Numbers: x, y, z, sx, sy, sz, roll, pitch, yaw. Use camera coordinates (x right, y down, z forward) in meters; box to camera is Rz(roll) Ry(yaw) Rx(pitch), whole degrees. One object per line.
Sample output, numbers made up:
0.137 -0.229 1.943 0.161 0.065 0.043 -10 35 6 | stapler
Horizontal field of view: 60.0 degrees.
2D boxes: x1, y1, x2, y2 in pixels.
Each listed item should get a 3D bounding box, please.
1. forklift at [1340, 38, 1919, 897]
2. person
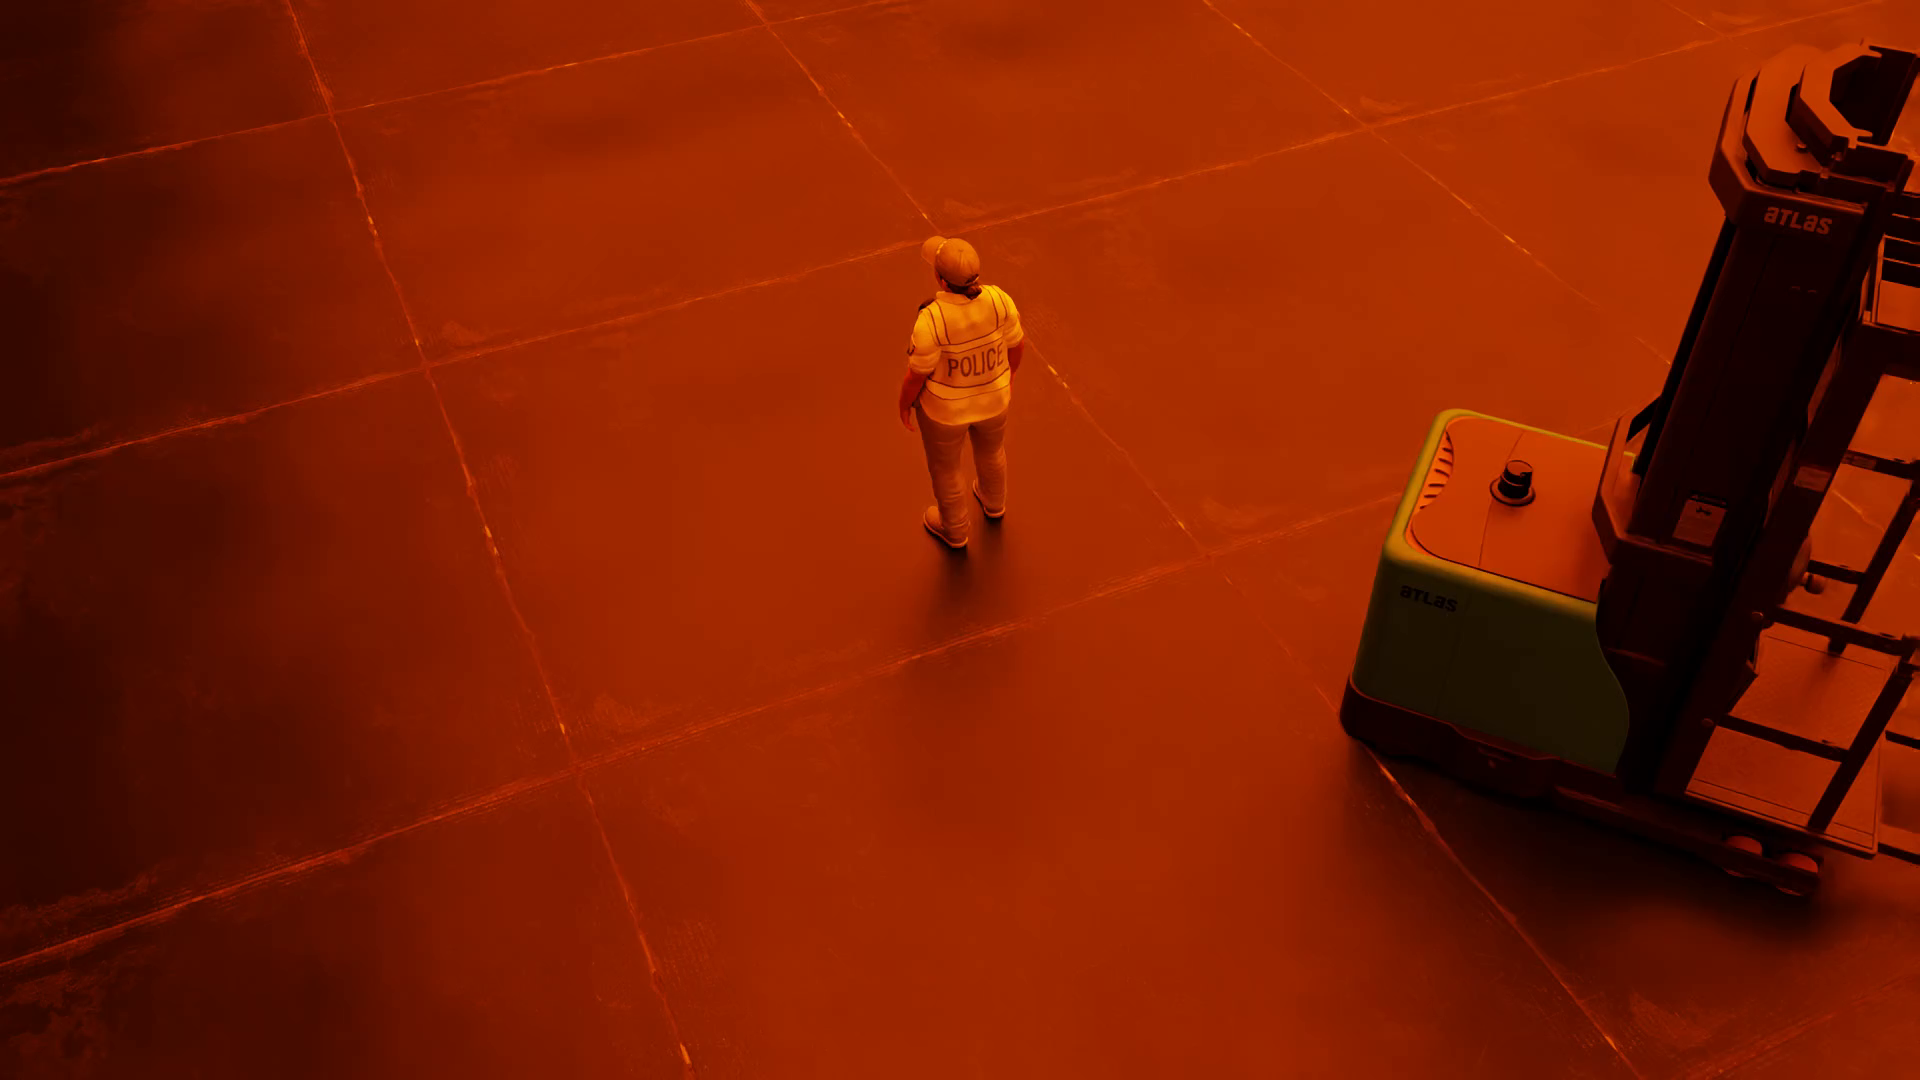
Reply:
3.142 -0.130 5.819 3.031 2.935 1.130 17 46 18 | forklift
-0.012 -0.669 7.312 0.599 1.670 0.529 -18 46 -18 | person
